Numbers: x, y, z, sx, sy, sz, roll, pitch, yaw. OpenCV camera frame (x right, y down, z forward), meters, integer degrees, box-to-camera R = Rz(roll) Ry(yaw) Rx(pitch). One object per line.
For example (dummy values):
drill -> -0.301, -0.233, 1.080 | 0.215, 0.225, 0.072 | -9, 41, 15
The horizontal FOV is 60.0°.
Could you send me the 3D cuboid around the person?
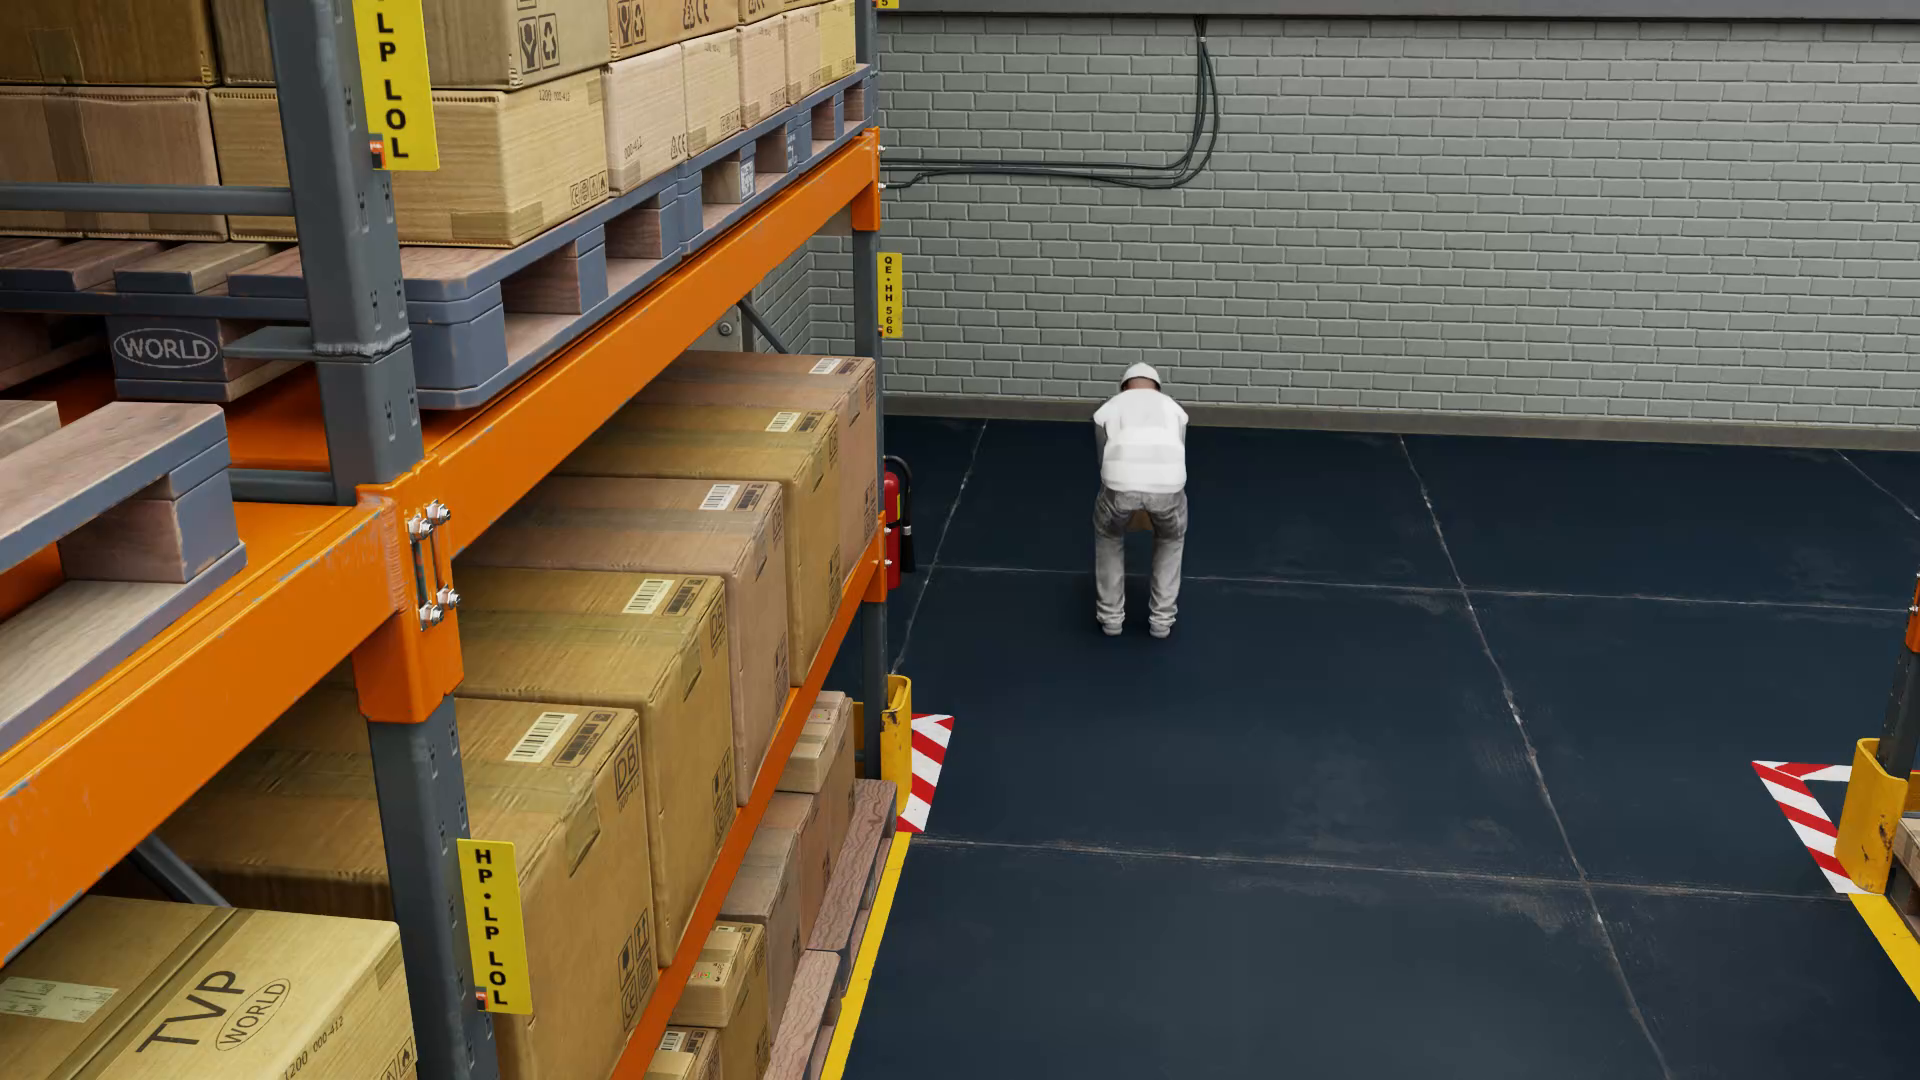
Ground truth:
person -> 0.944, -0.213, 8.789 | 0.507, 1.293, 0.938 | 2, 21, 4
